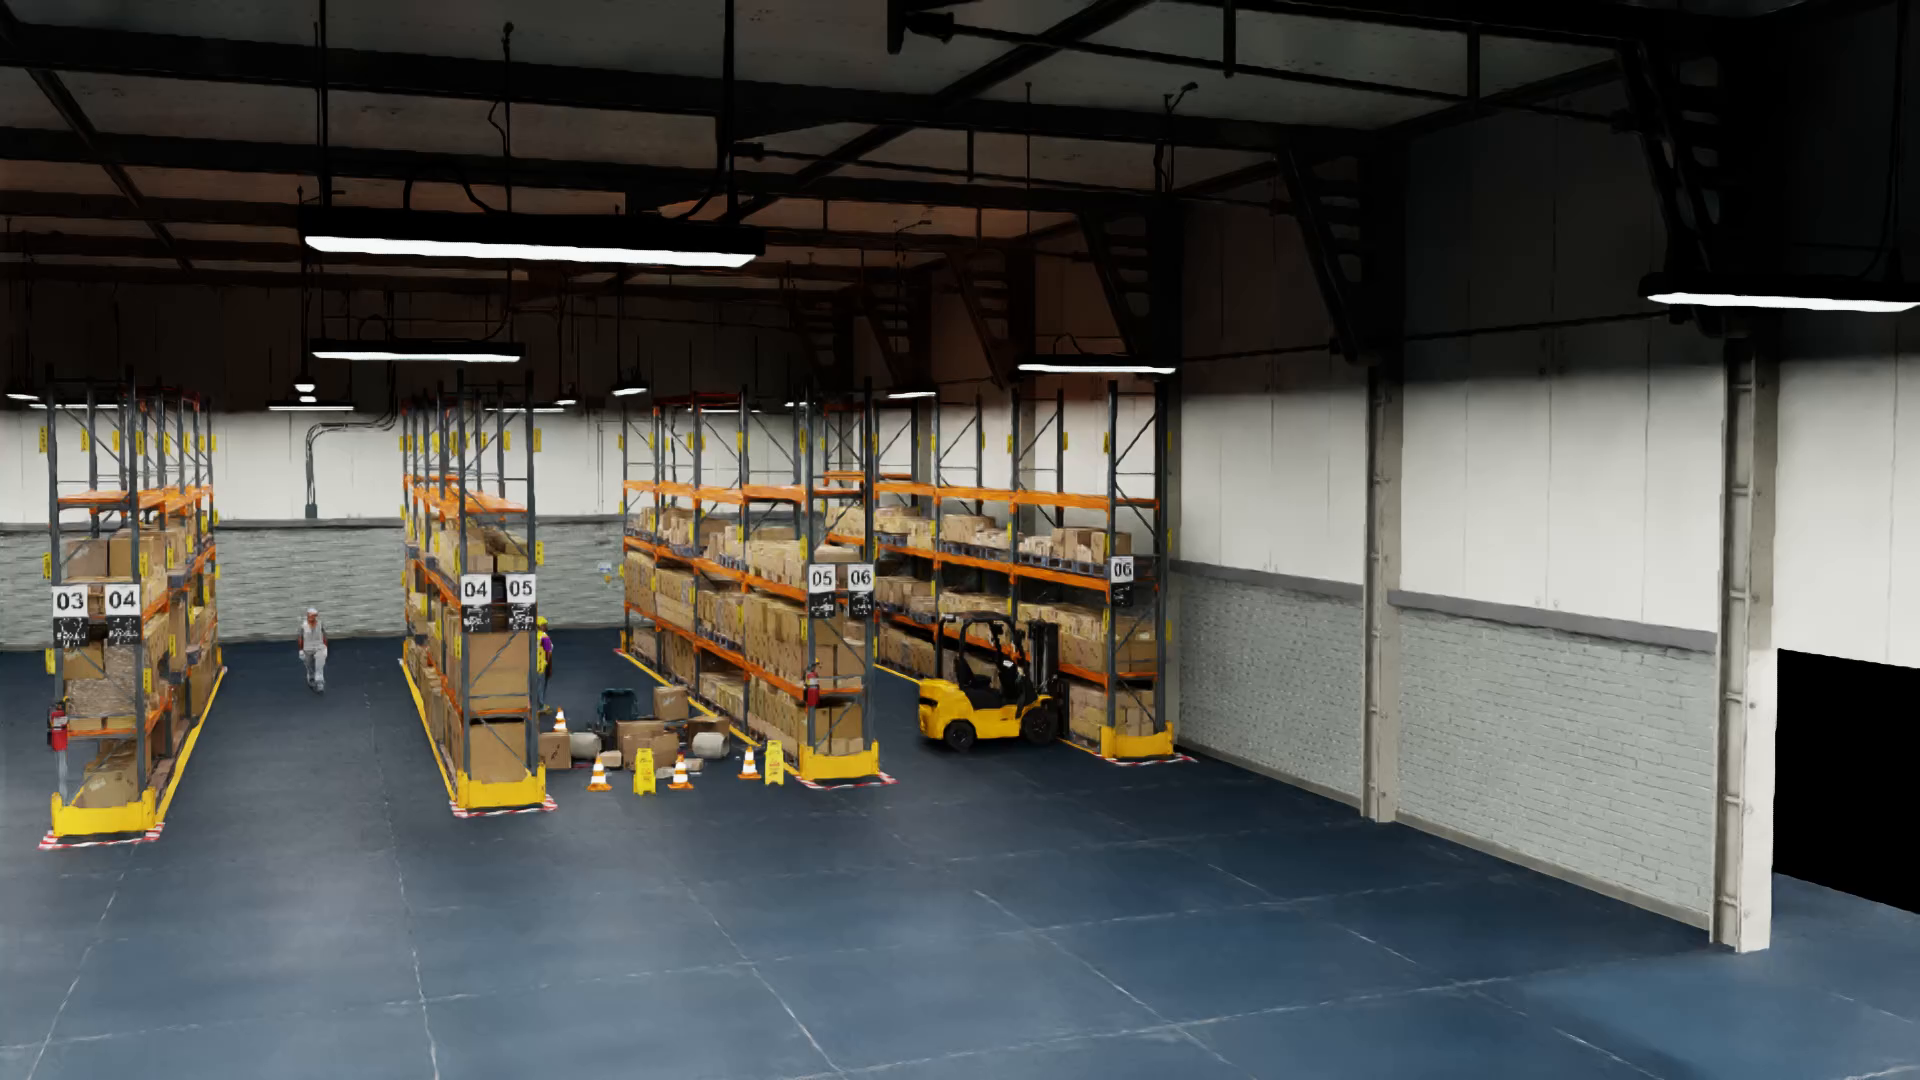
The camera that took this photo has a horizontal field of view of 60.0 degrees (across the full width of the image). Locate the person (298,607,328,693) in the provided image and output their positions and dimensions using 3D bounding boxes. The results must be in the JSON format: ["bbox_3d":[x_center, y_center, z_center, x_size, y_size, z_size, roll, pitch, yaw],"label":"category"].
[{"bbox_3d":[-12.954,2.189,33.288,0.553,1.706,1.123,-1,4,-19],"label":"person"}]

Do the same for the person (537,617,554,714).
[{"bbox_3d":[-7.714,2.299,30.797,0.645,1.772,0.464,3,5,44],"label":"person"}]
